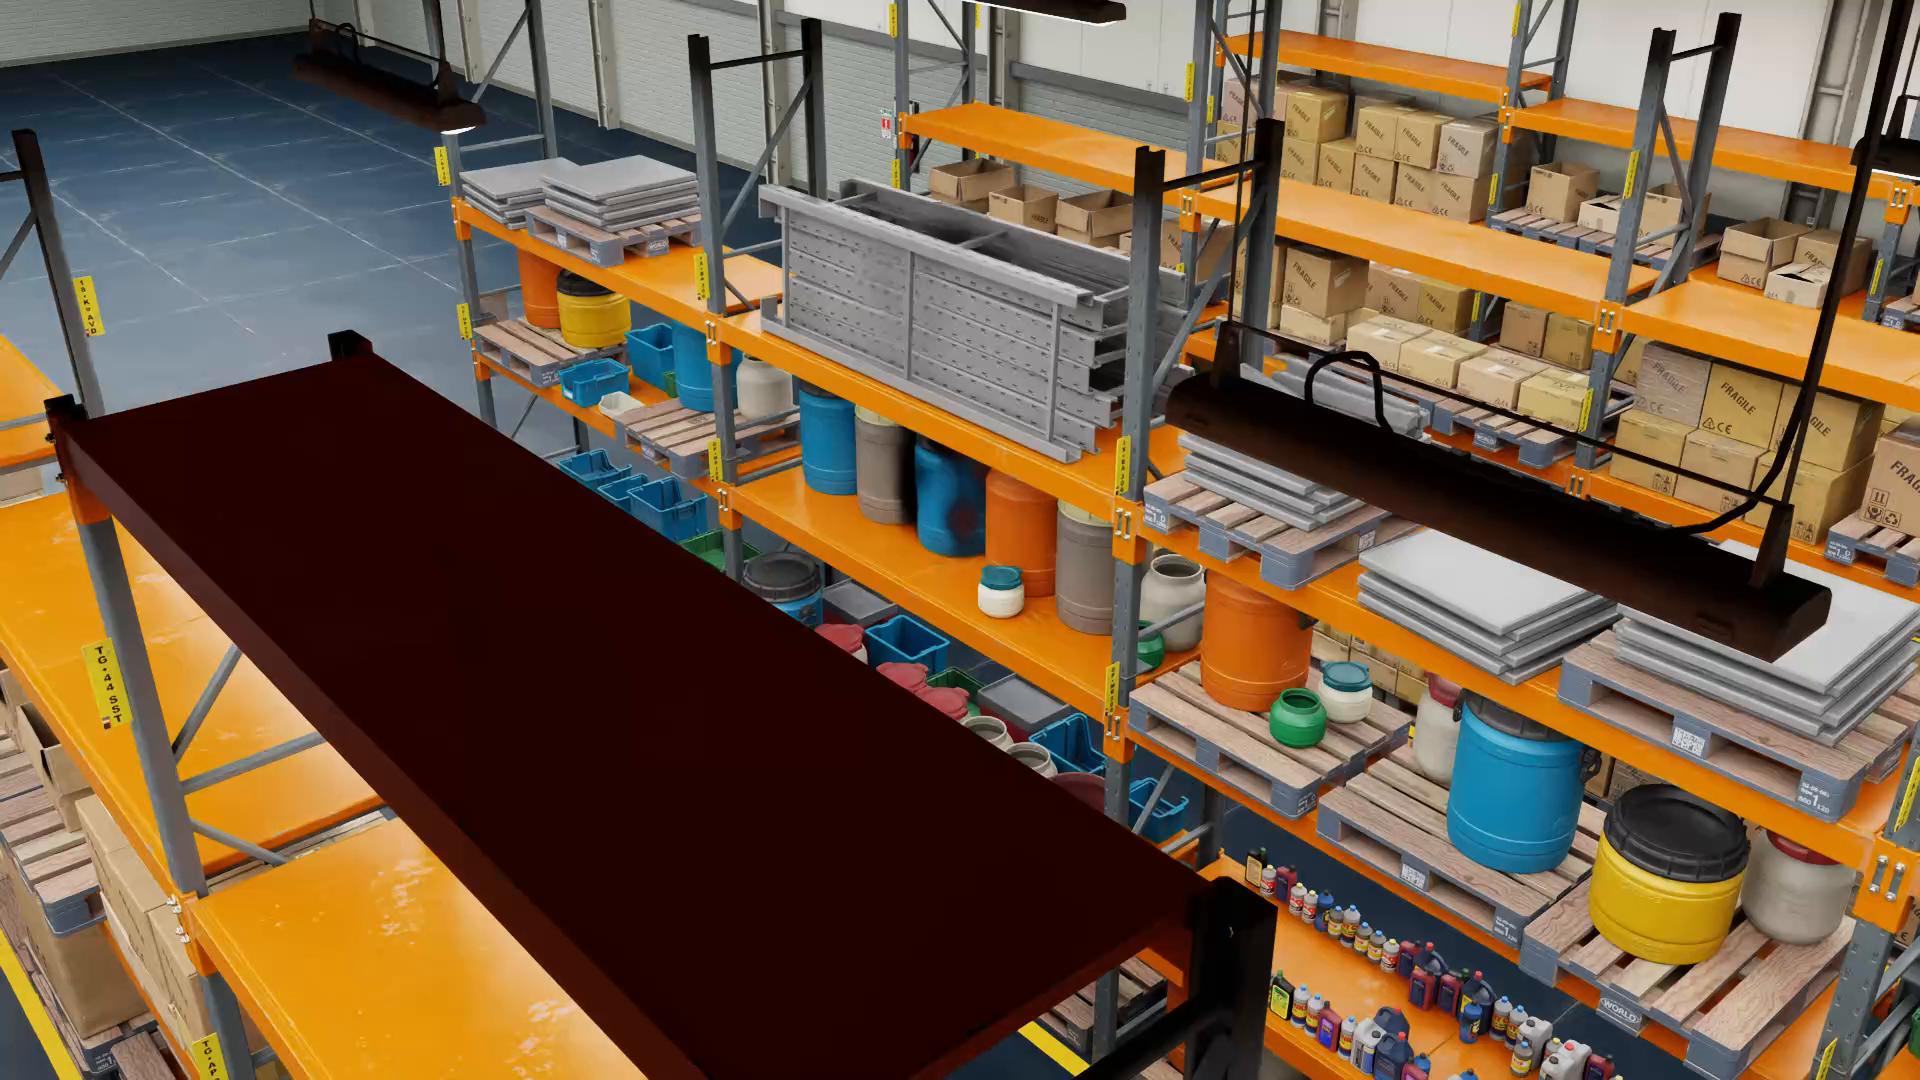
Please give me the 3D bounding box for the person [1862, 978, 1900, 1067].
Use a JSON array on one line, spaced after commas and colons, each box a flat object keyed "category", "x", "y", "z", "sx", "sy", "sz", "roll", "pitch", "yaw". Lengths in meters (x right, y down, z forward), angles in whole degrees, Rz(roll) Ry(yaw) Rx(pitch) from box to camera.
[{"category": "person", "x": 5.636, "y": 3.232, "z": 9.418, "sx": 0.724, "sy": 1.556, "sz": 1.102, "roll": -14, "pitch": 30, "yaw": -26}]
